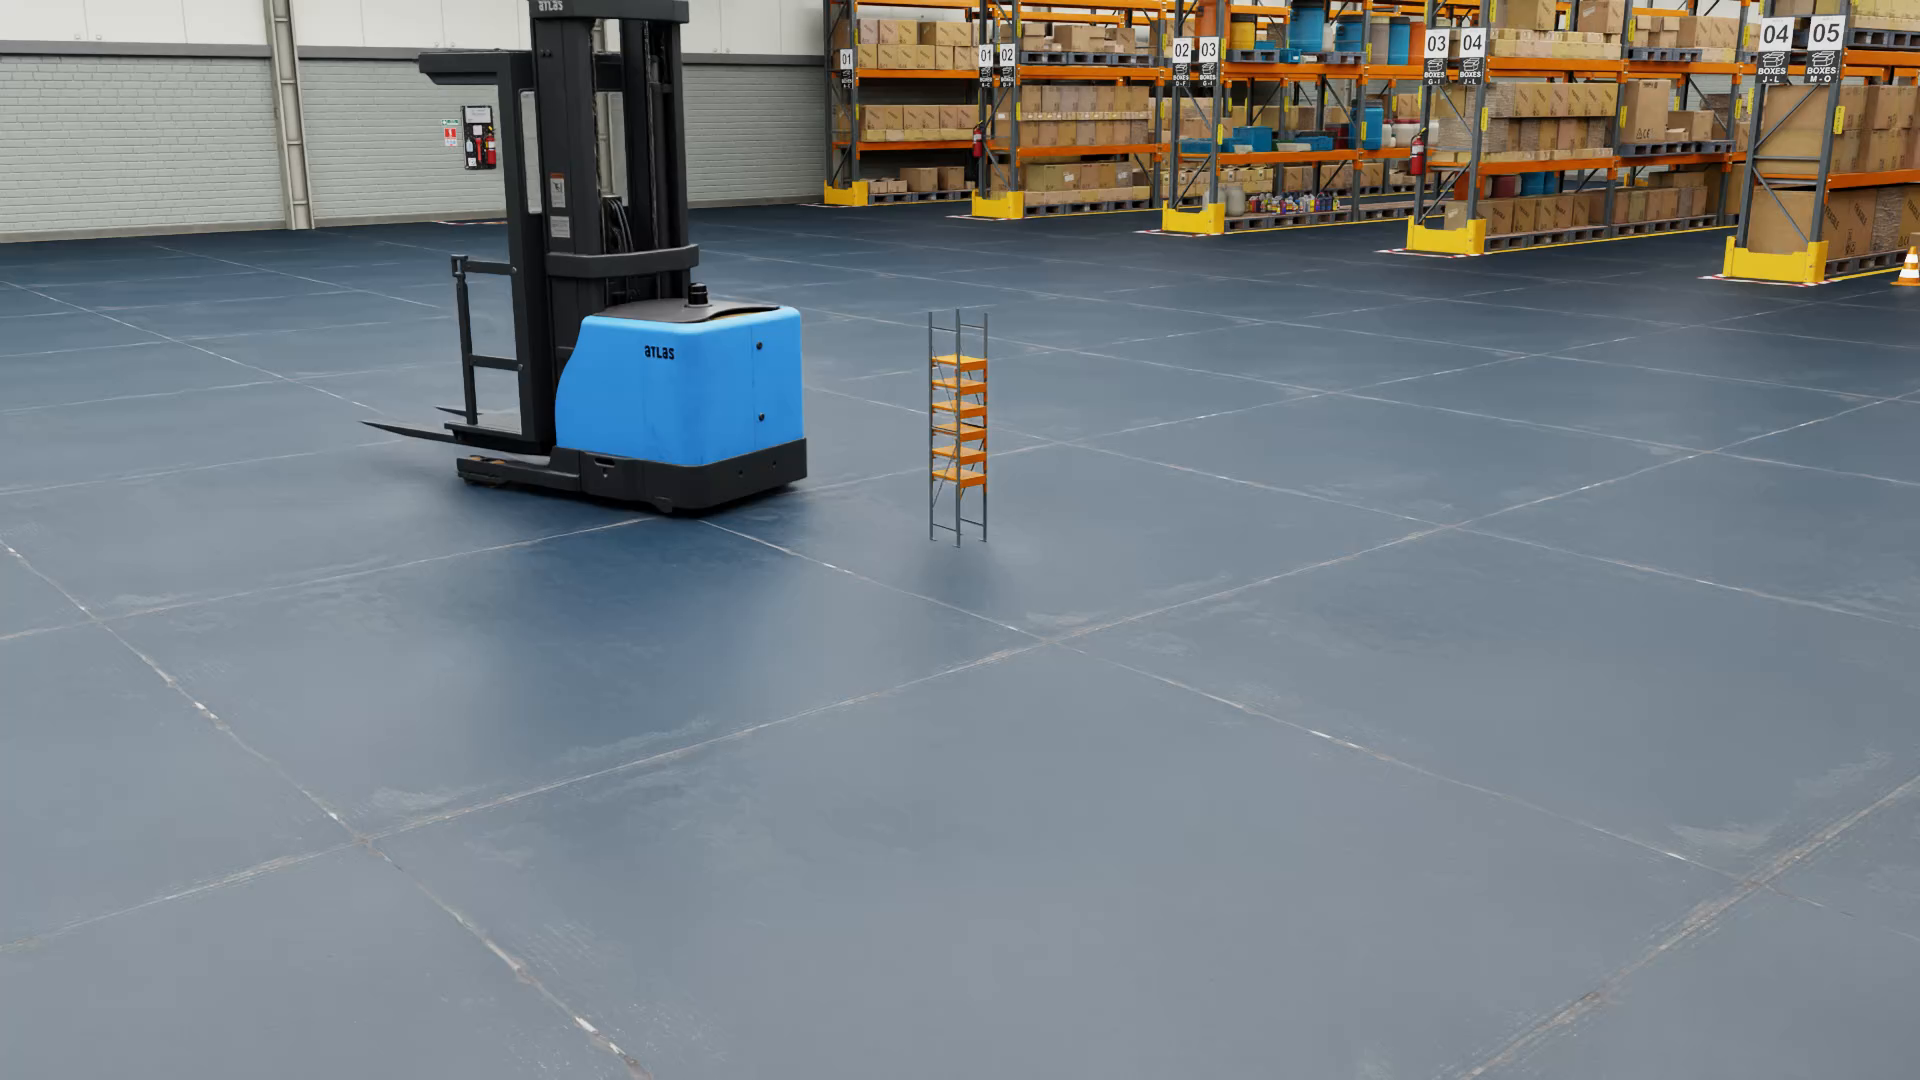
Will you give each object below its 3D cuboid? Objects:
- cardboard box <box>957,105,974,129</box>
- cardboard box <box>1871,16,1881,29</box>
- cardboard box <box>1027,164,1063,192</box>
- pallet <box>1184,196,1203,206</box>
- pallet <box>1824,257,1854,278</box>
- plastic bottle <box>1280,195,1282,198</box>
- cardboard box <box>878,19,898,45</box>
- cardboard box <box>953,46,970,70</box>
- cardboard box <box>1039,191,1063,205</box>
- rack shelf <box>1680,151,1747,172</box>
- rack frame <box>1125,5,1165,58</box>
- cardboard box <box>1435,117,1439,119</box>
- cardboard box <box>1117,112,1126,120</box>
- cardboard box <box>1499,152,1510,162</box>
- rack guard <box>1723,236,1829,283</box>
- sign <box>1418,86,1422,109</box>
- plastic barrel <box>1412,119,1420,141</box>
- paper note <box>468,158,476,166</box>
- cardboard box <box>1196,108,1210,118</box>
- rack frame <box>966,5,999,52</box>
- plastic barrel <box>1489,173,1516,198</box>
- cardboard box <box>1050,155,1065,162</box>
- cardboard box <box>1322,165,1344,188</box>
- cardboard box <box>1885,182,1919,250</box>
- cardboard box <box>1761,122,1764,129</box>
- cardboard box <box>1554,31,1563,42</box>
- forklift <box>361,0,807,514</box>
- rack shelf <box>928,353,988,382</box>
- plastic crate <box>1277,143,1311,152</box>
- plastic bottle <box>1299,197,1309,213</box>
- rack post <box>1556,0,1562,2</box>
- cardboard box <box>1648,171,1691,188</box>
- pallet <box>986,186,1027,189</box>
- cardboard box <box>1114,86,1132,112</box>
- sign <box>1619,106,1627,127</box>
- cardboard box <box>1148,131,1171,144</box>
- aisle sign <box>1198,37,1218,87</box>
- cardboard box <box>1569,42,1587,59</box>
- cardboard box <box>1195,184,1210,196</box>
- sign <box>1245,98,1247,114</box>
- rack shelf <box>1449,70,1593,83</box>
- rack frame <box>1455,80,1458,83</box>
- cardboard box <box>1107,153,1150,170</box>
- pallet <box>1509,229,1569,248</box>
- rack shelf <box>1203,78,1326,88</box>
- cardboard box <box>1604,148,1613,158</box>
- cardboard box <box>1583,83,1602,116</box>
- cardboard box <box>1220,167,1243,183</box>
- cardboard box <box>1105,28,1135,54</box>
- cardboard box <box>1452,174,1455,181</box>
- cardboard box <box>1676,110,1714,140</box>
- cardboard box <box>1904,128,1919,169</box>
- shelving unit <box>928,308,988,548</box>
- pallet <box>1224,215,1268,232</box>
[{"bbox_3d":[-0.027,-9.429,37.037,0.500,0.500,0.500,-13,20,-40],"label":"cardboard box"},{"bbox_3d":[11.267,-6.463,20.800,0.250,0.149,0.380,-13,19,-39],"label":"cardboard box"},{"bbox_3d":[1.663,-7.084,32.519,0.500,0.500,0.500,-13,19,-39],"label":"cardboard box"},{"bbox_3d":[5.205,-7.385,35.989,1.213,0.211,1.003,-13,19,-39],"label":"pallet"},{"bbox_3d":[10.968,-3.606,21.841,1.213,0.211,1.003,-13,19,-39],"label":"pallet"},{"bbox_3d":[5.893,-6.201,30.588,0.097,0.271,0.097,0,15,0],"label":"plastic bottle"},{"bbox_3d":[-1.656,-10.762,35.243,0.500,0.500,0.500,-13,20,-40],"label":"cardboard box"},{"bbox_3d":[-0.109,-10.646,36.749,0.500,0.500,0.500,14,20,42],"label":"cardboard box"},{"bbox_3d":[1.662,-6.722,32.617,0.500,0.250,0.500,-13,19,-39],"label":"cardboard box"},{"bbox_3d":[14.781,-7.132,31.031,4.000,0.370,1.077,-13,19,-39],"label":"rack shelf"},{"bbox_3d":[3.754,-11.290,33.581,0.127,3.000,1.000,-13,19,-39],"label":"rack frame"},{"bbox_3d":[11.498,-10.087,40.507,0.500,0.500,0.500,-13,20,-40],"label":"cardboard box"},{"bbox_3d":[3.109,-8.535,33.440,0.250,0.149,0.380,-13,20,-39],"label":"cardboard box"},{"bbox_3d":[8.008,-5.744,24.928,0.250,0.149,0.380,-13,19,-39],"label":"cardboard box"},{"bbox_3d":[10.398,-3.591,21.224,0.348,0.500,1.175,-13,19,-39],"label":"rack guard"},{"bbox_3d":[6.888,-6.609,24.823,0.005,0.325,0.100,-13,19,-39],"label":"sign"},{"bbox_3d":[8.749,-7.810,31.912,0.433,0.535,0.433,0,15,0],"label":"plastic barrel"},{"bbox_3d":[-9.152,-7.095,31.208,0.142,0.148,0.016,-13,19,-39],"label":"paper note"},{"bbox_3d":[5.974,-10.697,42.176,0.500,0.500,0.500,-12,19,-39],"label":"cardboard box"},{"bbox_3d":[0.500,-12.254,37.189,0.127,3.000,1.000,-13,19,-39],"label":"rack frame"},{"bbox_3d":[11.230,-7.420,34.576,0.708,0.588,0.600,-13,19,-39],"label":"plastic barrel"},{"bbox_3d":[2.152,-9.096,39.529,0.500,0.250,0.500,-13,20,-40],"label":"cardboard box"},{"bbox_3d":[8.466,-8.359,38.224,0.500,0.500,0.500,-14,20,-41],"label":"cardboard box"},{"bbox_3d":[12.914,-4.564,23.326,0.875,0.875,0.875,-12,19,-39],"label":"cardboard box"},{"bbox_3d":[14.205,-7.306,30.096,0.500,0.500,0.500,-13,20,-41],"label":"cardboard box"},{"bbox_3d":[8.947,-7.668,25.351,0.250,0.149,0.380,-14,20,-41],"label":"cardboard box"},{"bbox_3d":[-2.424,-1.829,9.919,3.031,2.935,1.130,9,18,31],"label":"forklift"},{"bbox_3d":[-0.011,-0.882,8.505,0.180,0.103,0.258,-13,19,-39],"label":"rack shelf"},{"bbox_3d":[5.944,-6.975,29.562,0.437,0.136,0.530,-13,19,-39],"label":"plastic crate"},{"bbox_3d":[6.193,-6.045,29.992,0.135,0.276,0.152,-12,19,-38],"label":"plastic bottle"},{"bbox_3d":[11.595,-11.072,33.730,0.954,0.300,0.937,-10,18,-33],"label":"rack post"},{"bbox_3d":[12.393,-6.297,29.048,0.500,0.250,0.500,-10,18,-33],"label":"cardboard box"},{"bbox_3d":[1.086,-8.141,38.818,1.213,0.211,1.003,-13,19,-39],"label":"pallet"},{"bbox_3d":[3.043,-8.905,33.568,0.500,0.500,0.700,-13,20,-39],"label":"cardboard box"},{"bbox_3d":[10.616,-6.777,26.631,0.005,0.325,0.100,-13,19,-39],"label":"sign"},{"bbox_3d":[4.097,-8.412,34.719,0.500,0.250,0.500,-11,19,-36],"label":"cardboard box"},{"bbox_3d":[4.124,-7.936,27.611,0.004,0.787,0.394,-13,19,-39],"label":"aisle sign"},{"bbox_3d":[9.300,-7.538,25.635,0.500,0.250,0.500,-13,20,-40],"label":"cardboard box"},{"bbox_3d":[4.997,-7.461,35.385,0.500,0.250,0.500,-13,20,-41],"label":"cardboard box"},{"bbox_3d":[6.409,-9.695,37.142,0.005,0.325,0.100,-13,19,-39],"label":"sign"},{"bbox_3d":[11.529,-9.545,34.254,4.000,0.370,1.077,-13,19,-39],"label":"rack shelf"},{"bbox_3d":[12.807,-10.425,41.966,0.127,3.000,1.000,-13,19,-39],"label":"rack frame"},{"bbox_3d":[4.158,-9.297,41.094,0.750,0.750,0.750,-13,20,-40],"label":"cardboard box"},{"bbox_3d":[8.850,-4.787,26.263,1.213,0.211,1.003,-13,19,-39],"label":"pallet"},{"bbox_3d":[8.044,-12.151,44.011,4.000,0.370,1.077,-13,19,-39],"label":"rack shelf"},{"bbox_3d":[10.285,-6.248,26.815,0.250,0.149,0.380,-13,19,-39],"label":"cardboard box"},{"bbox_3d":[9.719,-6.923,26.149,0.500,0.500,0.500,-13,19,-39],"label":"cardboard box"},{"bbox_3d":[5.768,-7.904,35.956,0.500,0.311,0.500,-13,20,-40],"label":"cardboard box"},{"bbox_3d":[3.201,-10.126,33.756,0.500,0.500,0.500,-11,18,-35],"label":"cardboard box"},{"bbox_3d":[12.194,-9.077,41.559,0.250,0.166,0.380,-13,19,-39],"label":"cardboard box"},{"bbox_3d":[12.891,-7.292,29.231,0.500,0.500,0.500,13,20,40],"label":"cardboard box"},{"bbox_3d":[12.764,-5.390,22.827,0.550,0.550,0.875,-13,19,-39],"label":"cardboard box"},{"bbox_3d":[-0.011,-0.577,8.586,0.189,1.200,0.258,-13,19,-39],"label":"shelving unit"},{"bbox_3d":[4.628,-5.561,29.160,1.213,0.211,1.003,-13,19,-39],"label":"pallet"}]
